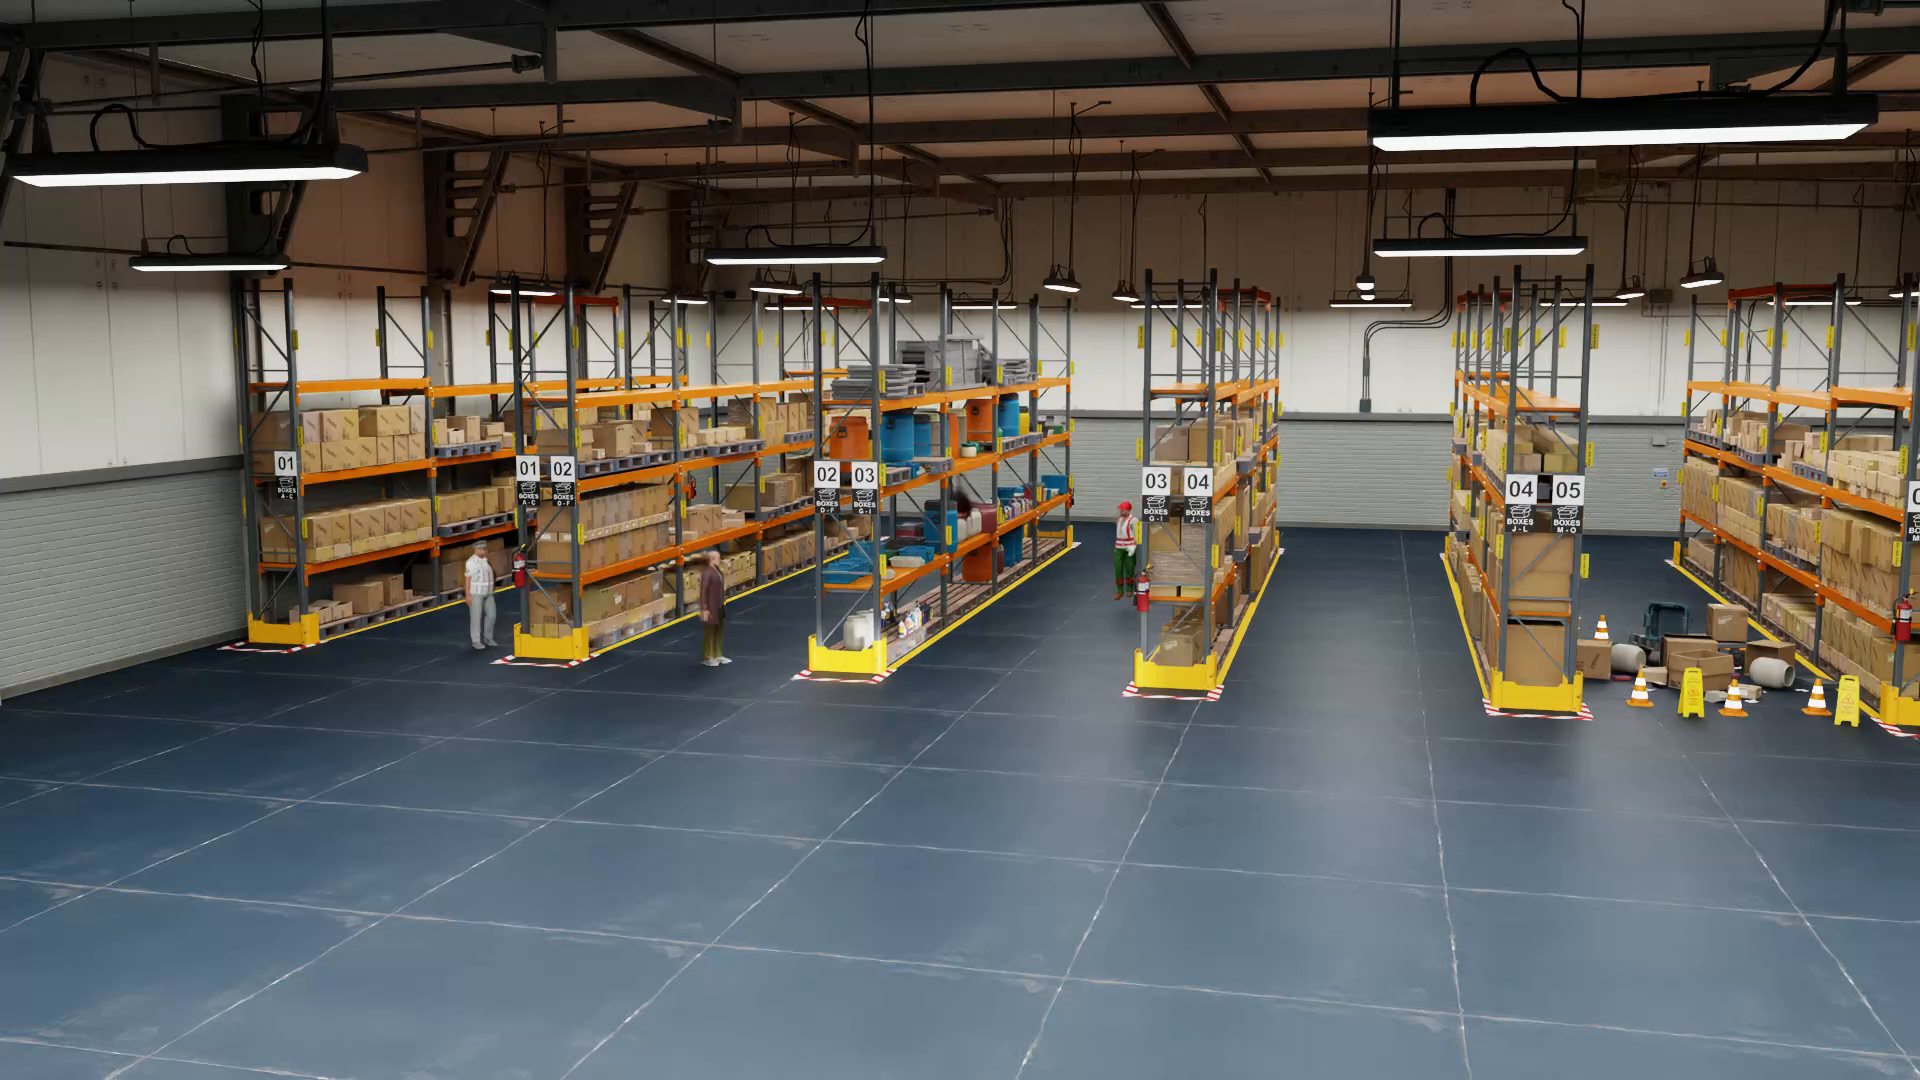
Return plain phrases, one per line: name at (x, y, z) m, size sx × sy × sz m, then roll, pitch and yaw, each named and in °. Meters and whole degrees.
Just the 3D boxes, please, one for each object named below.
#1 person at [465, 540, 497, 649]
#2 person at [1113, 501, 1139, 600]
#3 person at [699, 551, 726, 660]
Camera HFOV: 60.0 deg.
person at (-7.864, 0.906, 27.225) m, size 0.403 × 1.827 × 0.633 m, roll 4°, pitch 8°, yaw 27°
person at (3.032, 0.195, 30.502) m, size 0.563 × 1.818 × 0.597 m, roll 3°, pitch 7°, yaw 23°
person at (-3.821, 1.007, 25.667) m, size 0.350 × 1.703 × 0.663 m, roll 2°, pitch 7°, yaw 16°
